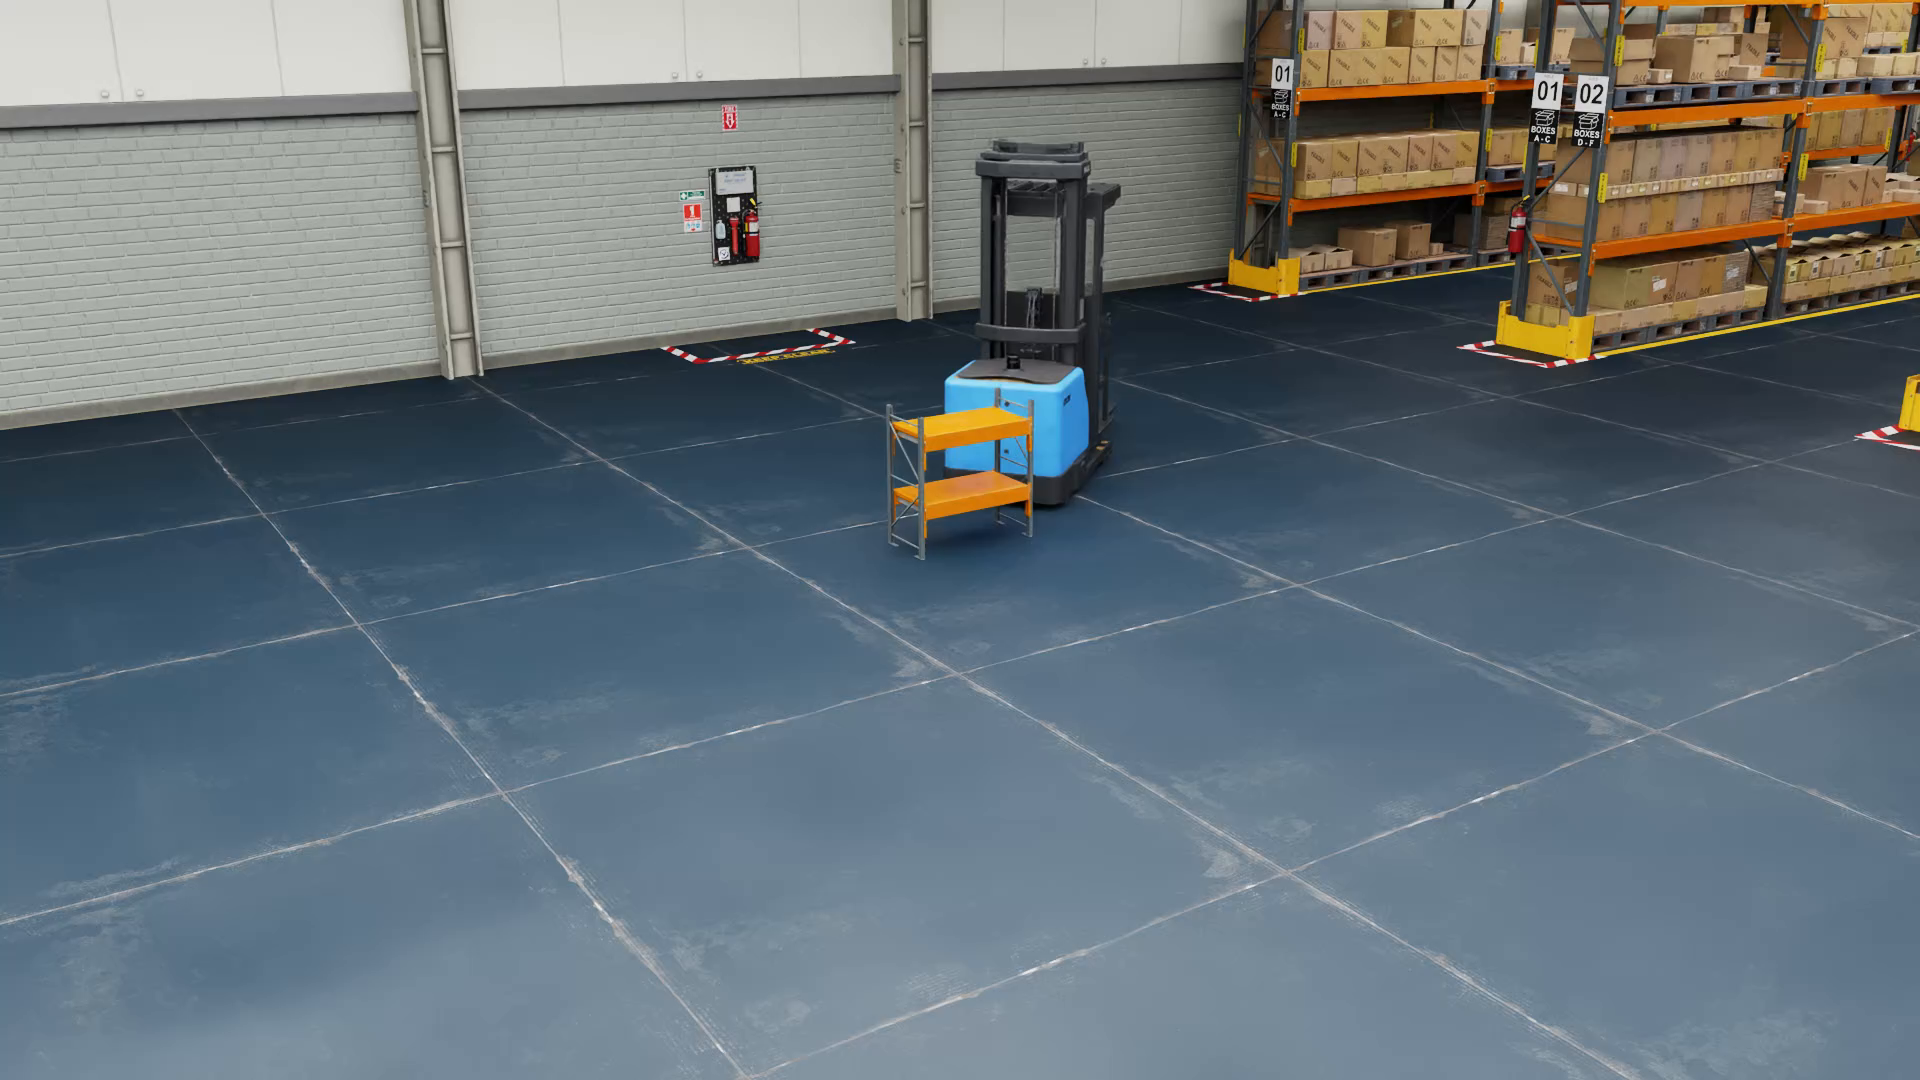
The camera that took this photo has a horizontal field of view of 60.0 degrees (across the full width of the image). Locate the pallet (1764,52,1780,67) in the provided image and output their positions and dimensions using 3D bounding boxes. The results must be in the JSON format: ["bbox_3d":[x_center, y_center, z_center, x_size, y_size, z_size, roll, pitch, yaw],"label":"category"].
[{"bbox_3d":[13.585,-8.312,28.764,1.217,0.209,0.805,-13,23,-34],"label":"pallet"}]

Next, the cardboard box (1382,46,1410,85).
[{"bbox_3d":[6.054,-6.791,23.776,0.500,0.500,0.500,-10,21,-28],"label":"cardboard box"}]

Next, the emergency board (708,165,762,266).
[{"bbox_3d":[-2.685,-3.916,20.144,0.643,1.169,0.194,-12,22,-31],"label":"emergency board"}]

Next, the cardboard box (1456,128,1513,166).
[{"bbox_3d":[8.086,-6.084,25.714,0.500,0.500,0.700,-12,22,-31],"label":"cardboard box"}]

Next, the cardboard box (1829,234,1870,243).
[{"bbox_3d":[12.678,-4.181,23.692,0.500,0.311,0.500,-13,22,-33],"label":"cardboard box"}]

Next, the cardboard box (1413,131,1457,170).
[{"bbox_3d":[7.004,-5.786,24.708,0.500,0.500,0.500,-12,22,-32],"label":"cardboard box"}]

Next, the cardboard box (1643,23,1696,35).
[{"bbox_3d":[11.770,-8.337,27.695,0.500,0.500,0.700,-13,23,-34],"label":"cardboard box"}]

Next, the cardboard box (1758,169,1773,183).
[{"bbox_3d":[10.053,-4.630,21.087,0.250,0.149,0.380,-12,22,-33],"label":"cardboard box"}]

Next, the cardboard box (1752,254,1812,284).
[{"bbox_3d":[10.852,-3.592,21.947,0.500,0.311,0.500,-12,22,-31],"label":"cardboard box"}]

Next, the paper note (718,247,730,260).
[{"bbox_3d":[-2.871,-3.486,20.248,0.142,0.148,0.016,-12,22,-31],"label":"paper note"}]

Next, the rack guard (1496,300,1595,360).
[{"bbox_3d":[7.009,-2.530,19.949,0.348,0.500,1.175,-12,22,-31],"label":"rack guard"}]

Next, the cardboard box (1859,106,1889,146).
[{"bbox_3d":[16.643,-7.780,31.105,0.700,0.700,0.980,-12,22,-32],"label":"cardboard box"}]

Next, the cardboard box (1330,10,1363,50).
[{"bbox_3d":[5.204,-7.072,23.049,0.500,0.500,0.500,-12,22,-32],"label":"cardboard box"}]

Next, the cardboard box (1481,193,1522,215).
[{"bbox_3d":[8.614,-5.340,26.401,0.500,0.250,0.500,-12,22,-33],"label":"cardboard box"}]

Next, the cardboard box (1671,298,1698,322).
[{"bbox_3d":[8.853,-2.914,20.818,0.500,0.250,0.500,-12,22,-31],"label":"cardboard box"}]

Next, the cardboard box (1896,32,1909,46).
[{"bbox_3d":[17.199,-9.258,30.683,0.500,0.250,0.500,-11,22,-30],"label":"cardboard box"}]

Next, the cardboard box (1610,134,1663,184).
[{"bbox_3d":[7.907,-4.563,19.876,0.500,0.500,0.700,-13,22,-33],"label":"cardboard box"}]

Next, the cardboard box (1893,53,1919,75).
[{"bbox_3d":[12.935,-6.485,22.637,0.500,0.250,0.500,-11,22,-30],"label":"cardboard box"}]

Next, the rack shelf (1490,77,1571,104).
[{"bbox_3d":[9.313,-7.180,26.239,4.000,0.370,1.077,-12,22,-31],"label":"rack shelf"}]

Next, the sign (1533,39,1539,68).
[{"bbox_3d":[6.743,-5.669,19.388,0.005,0.325,0.100,-12,22,-31],"label":"sign"}]

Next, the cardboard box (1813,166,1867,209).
[{"bbox_3d":[11.879,-4.783,22.552,0.500,0.500,0.500,-12,22,-31],"label":"cardboard box"}]

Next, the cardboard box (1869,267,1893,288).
[{"bbox_3d":[12.555,-3.687,23.104,0.500,0.250,0.500,-11,22,-30],"label":"cardboard box"}]

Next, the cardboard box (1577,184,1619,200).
[{"bbox_3d":[7.476,-4.085,19.475,0.250,0.149,0.380,-12,22,-32],"label":"cardboard box"}]

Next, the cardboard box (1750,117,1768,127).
[{"bbox_3d":[13.656,-7.113,28.950,0.500,0.500,0.500,-12,22,-31],"label":"cardboard box"}]

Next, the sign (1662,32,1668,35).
[{"bbox_3d":[11.280,-7.973,26.653,0.005,0.325,0.100,-12,22,-31],"label":"sign"}]

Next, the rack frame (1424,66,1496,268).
[{"bbox_3d":[7.643,-5.748,25.562,0.127,3.000,1.000,-12,22,-31],"label":"rack frame"}]

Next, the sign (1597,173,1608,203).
[{"bbox_3d":[7.330,-4.017,18.967,0.005,0.325,0.100,-12,22,-31],"label":"sign"}]

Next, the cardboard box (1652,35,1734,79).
[{"bbox_3d":[8.925,-5.902,20.300,0.637,0.503,0.797,-9,21,-25],"label":"cardboard box"}]

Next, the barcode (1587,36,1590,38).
[{"bbox_3d":[10.333,-8.245,27.328,0.075,0.075,0.001,-12,22,-31],"label":"barcode"}]

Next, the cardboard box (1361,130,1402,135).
[{"bbox_3d":[6.282,-5.838,24.862,0.500,0.500,0.500,-11,22,-30],"label":"cardboard box"}]

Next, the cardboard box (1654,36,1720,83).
[{"bbox_3d":[8.567,-5.672,19.624,0.500,0.500,0.500,-12,22,-31],"label":"cardboard box"}]

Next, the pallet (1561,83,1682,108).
[{"bbox_3d":[7.634,-5.215,19.443,1.213,0.211,1.003,-12,22,-31],"label":"pallet"}]

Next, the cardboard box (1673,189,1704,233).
[{"bbox_3d":[8.718,-4.118,20.587,0.500,0.500,0.700,-11,22,-30],"label":"cardboard box"}]

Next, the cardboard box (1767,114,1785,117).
[{"bbox_3d":[14.075,-7.559,29.098,0.500,0.250,0.500,-11,22,-30],"label":"cardboard box"}]

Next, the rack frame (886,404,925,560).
[{"bbox_3d":[-0.419,-0.445,12.803,0.032,1.125,0.500,-12,22,-31],"label":"rack frame"}]

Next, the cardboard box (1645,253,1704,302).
[{"bbox_3d":[8.854,-3.269,20.697,0.500,0.500,0.500,-12,22,-31],"label":"cardboard box"}]

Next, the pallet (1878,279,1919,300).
[{"bbox_3d":[13.002,-3.672,23.778,1.213,0.211,1.003,-12,22,-31],"label":"pallet"}]

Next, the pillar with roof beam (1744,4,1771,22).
[{"bbox_3d":[16.801,-9.202,26.413,0.400,9.000,9.100,-12,22,-31],"label":"pillar with roof beam"}]

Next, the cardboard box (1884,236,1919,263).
[{"bbox_3d":[13.409,-4.132,23.545,0.500,0.311,0.500,-11,22,-30],"label":"cardboard box"}]

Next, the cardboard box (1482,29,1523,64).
[{"bbox_3d":[8.143,-7.490,25.220,0.500,0.500,0.500,-9,20,-24],"label":"cardboard box"}]

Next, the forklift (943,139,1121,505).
[{"bbox_3d":[0.790,-2.119,14.936,1.130,2.935,3.031,6,20,17],"label":"forklift"}]

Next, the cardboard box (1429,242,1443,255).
[{"bbox_3d":[7.212,-4.512,25.643,0.250,0.166,0.380,-16,24,-38],"label":"cardboard box"}]

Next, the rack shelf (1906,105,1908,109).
[{"bbox_3d":[15.381,-6.560,24.406,4.000,0.370,1.077,-12,22,-31],"label":"rack shelf"}]

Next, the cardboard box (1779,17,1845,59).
[{"bbox_3d":[10.907,-6.426,21.291,0.500,0.500,0.500,-12,22,-31],"label":"cardboard box"}]

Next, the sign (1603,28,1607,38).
[{"bbox_3d":[10.685,-8.306,27.514,0.005,0.325,0.100,-12,22,-31],"label":"sign"}]

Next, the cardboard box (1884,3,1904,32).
[{"bbox_3d":[16.780,-9.526,30.306,0.500,0.500,0.500,-11,22,-30],"label":"cardboard box"}]

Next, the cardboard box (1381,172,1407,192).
[{"bbox_3d":[6.162,-5.254,24.306,0.500,0.250,0.500,-12,22,-31],"label":"cardboard box"}]

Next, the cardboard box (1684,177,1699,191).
[{"bbox_3d":[8.760,-4.355,20.275,0.250,0.149,0.380,-12,22,-31],"label":"cardboard box"}]

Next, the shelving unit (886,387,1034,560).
[{"bbox_3d":[0.006,-0.534,13.068,1.048,1.125,0.538,-12,22,-31],"label":"shelving unit"}]

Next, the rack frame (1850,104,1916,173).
[{"bbox_3d":[17.665,-7.861,31.815,0.127,3.000,1.000,-12,22,-31],"label":"rack frame"}]

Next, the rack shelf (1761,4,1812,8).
[{"bbox_3d":[15.994,-9.821,29.991,4.000,0.370,1.077,-12,22,-31],"label":"rack shelf"}]

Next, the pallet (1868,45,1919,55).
[{"bbox_3d":[17.051,-9.107,30.954,1.213,0.211,1.003,-12,22,-31],"label":"pallet"}]

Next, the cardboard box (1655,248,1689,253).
[{"bbox_3d":[8.976,-3.501,21.383,0.500,0.500,0.500,-12,22,-31],"label":"cardboard box"}]
